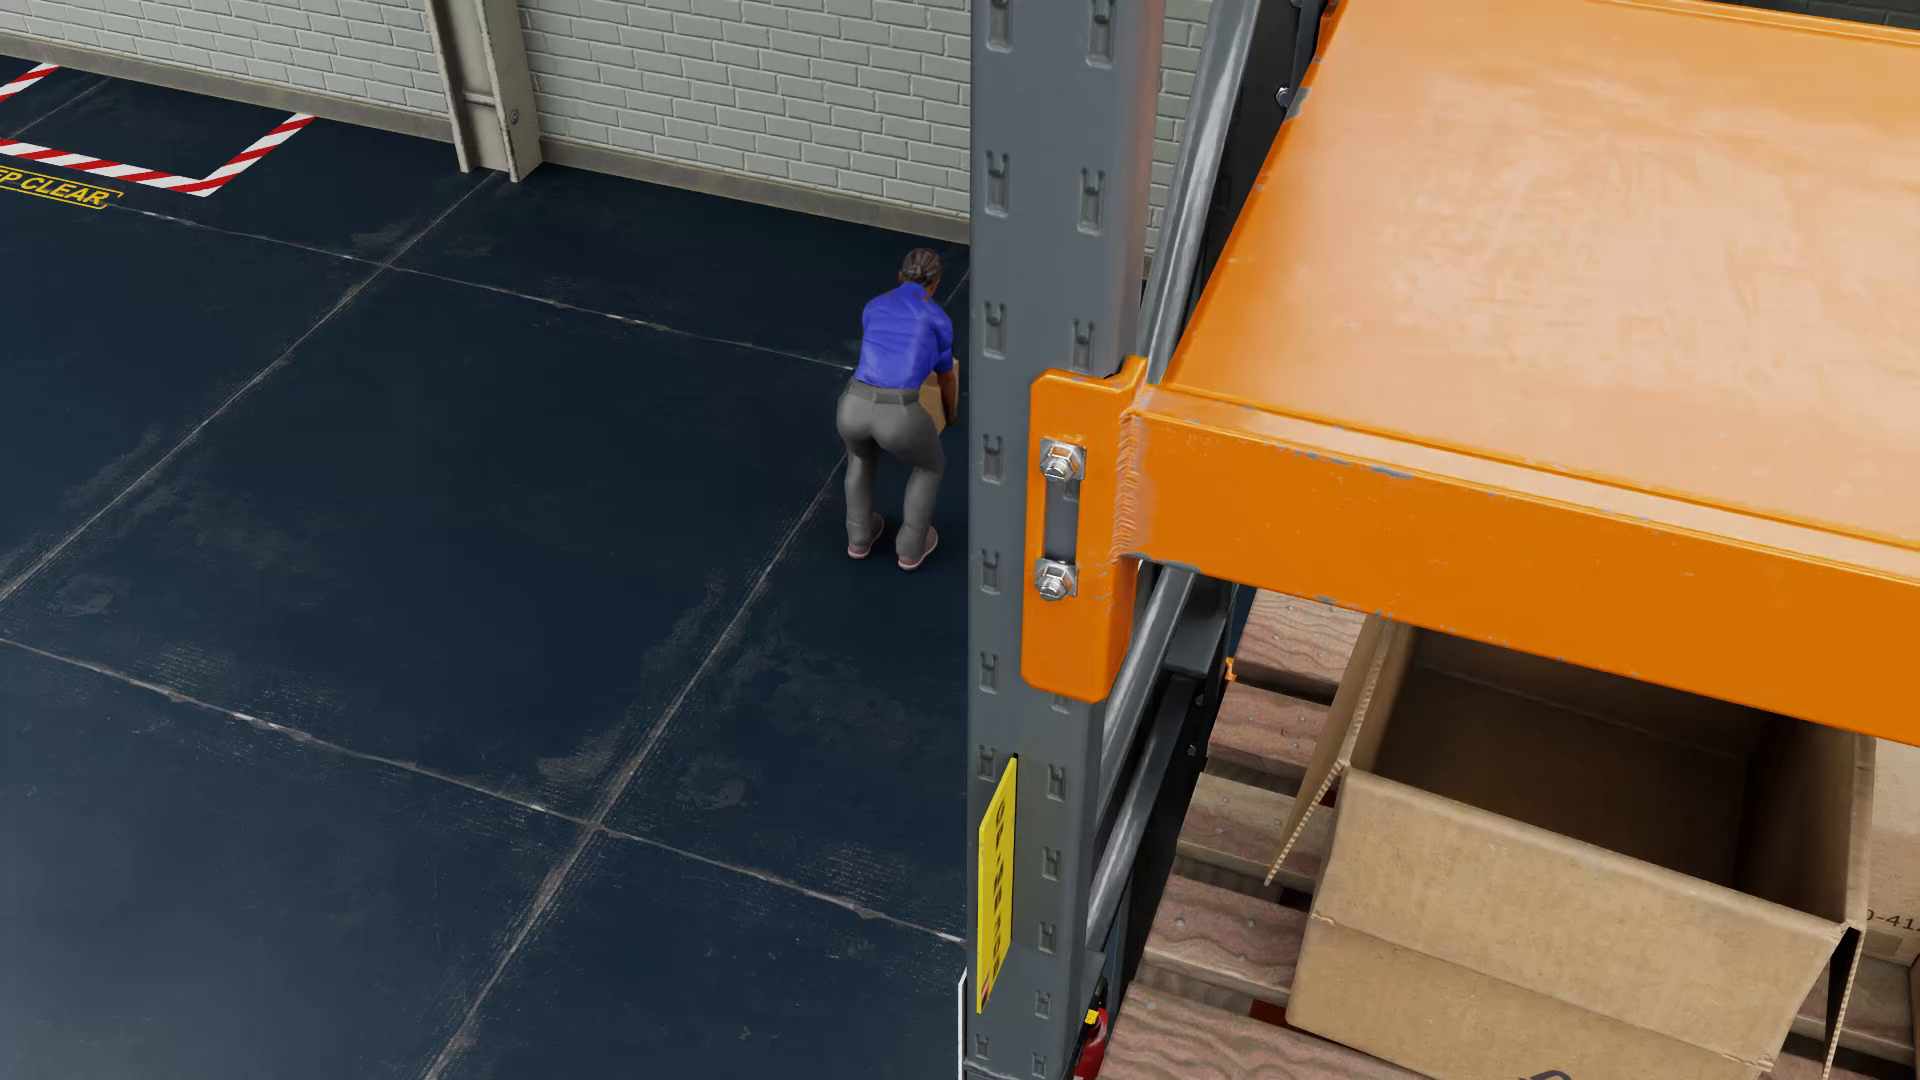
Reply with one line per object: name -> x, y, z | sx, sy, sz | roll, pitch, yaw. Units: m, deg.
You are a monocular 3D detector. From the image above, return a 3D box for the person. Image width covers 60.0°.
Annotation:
person -> -0.243, -0.569, 7.077 | 0.429, 1.147, 0.824 | 12, 43, 13
